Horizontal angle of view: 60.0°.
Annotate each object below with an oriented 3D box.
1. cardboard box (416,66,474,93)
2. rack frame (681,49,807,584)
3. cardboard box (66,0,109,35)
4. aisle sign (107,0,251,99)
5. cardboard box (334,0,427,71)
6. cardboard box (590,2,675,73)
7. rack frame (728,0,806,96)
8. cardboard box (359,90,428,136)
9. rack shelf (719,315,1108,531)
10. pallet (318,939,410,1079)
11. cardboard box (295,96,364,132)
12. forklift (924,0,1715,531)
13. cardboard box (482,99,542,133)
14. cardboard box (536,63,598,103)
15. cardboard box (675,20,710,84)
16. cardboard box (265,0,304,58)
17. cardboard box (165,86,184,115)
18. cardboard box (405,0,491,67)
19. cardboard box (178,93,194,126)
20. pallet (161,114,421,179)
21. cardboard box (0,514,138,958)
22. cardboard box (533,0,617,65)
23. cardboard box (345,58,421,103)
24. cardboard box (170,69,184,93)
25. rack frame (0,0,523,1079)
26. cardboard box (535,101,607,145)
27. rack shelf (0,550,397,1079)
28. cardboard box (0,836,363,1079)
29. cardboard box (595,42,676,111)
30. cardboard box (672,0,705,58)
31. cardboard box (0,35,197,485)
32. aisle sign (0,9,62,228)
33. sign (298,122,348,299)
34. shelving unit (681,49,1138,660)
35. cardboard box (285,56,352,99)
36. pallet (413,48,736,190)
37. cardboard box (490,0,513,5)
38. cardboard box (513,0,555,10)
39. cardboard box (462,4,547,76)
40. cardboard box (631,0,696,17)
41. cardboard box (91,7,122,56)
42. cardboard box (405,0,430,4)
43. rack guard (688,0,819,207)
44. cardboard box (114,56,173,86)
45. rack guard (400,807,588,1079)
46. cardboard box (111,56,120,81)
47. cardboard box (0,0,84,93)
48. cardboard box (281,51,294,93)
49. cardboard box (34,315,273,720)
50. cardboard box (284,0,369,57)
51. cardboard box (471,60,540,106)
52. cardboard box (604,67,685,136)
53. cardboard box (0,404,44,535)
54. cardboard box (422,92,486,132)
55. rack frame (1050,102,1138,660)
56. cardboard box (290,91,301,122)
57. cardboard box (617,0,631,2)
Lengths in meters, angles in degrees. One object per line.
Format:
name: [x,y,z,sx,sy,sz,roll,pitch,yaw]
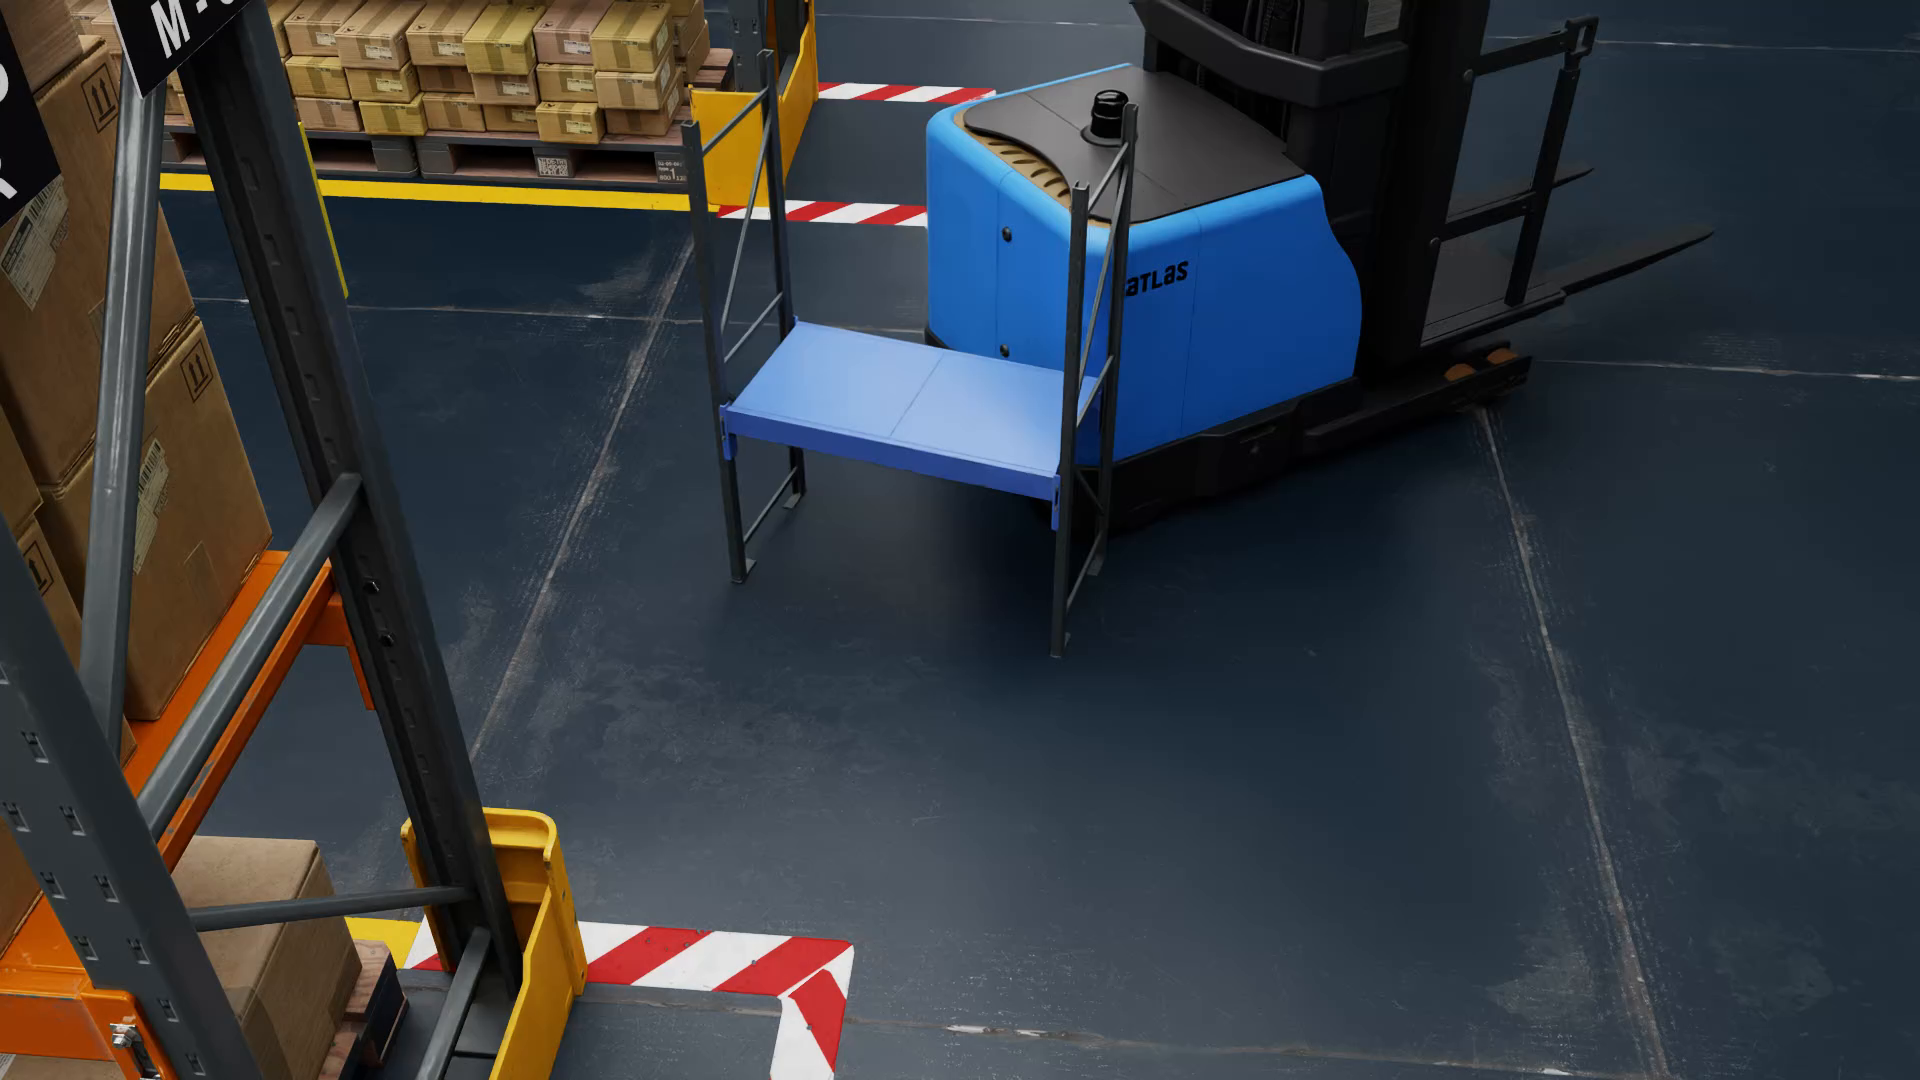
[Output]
cardboard box: [-2.131,-2.055,7.089,0.250,0.149,0.380,3,39,3]
rack frame: [-0.600,-0.598,4.797,0.032,1.500,0.500,12,41,15]
cardboard box: [-3.676,-2.249,7.091,0.250,0.149,0.380,2,39,3]
aisle sign: [-1.034,-0.995,2.037,0.004,0.787,0.394,3,39,4]
cardboard box: [-2.392,-2.102,6.911,0.250,0.149,0.380,5,39,6]
cardboard box: [-1.353,-2.084,6.889,0.250,0.149,0.380,4,39,4]
rack frame: [-0.804,-2.927,6.470,0.127,3.000,1.000,3,39,4]
cardboard box: [-2.374,-1.880,7.109,0.250,0.149,0.380,1,39,2]
rack shelf: [-0.121,-0.353,4.780,1.000,0.185,0.538,12,41,15]
pallet: [-1.934,1.279,3.512,1.213,0.211,1.003,3,39,4]
cardboard box: [-2.644,-1.908,7.143,0.250,0.149,0.380,4,39,5]
forklift: [1.412,-1.850,5.201,3.031,2.935,1.130,-20,43,-23]
cardboard box: [-1.867,-1.900,7.134,0.250,0.149,0.380,3,39,4]
cardboard box: [-1.610,-1.997,7.017,0.250,0.149,0.380,2,39,3]
cardboard box: [-1.298,-2.214,7.520,0.250,0.149,0.380,4,39,5]
cardboard box: [-2.909,-2.182,7.010,0.250,0.149,0.380,3,39,4]
cardboard box: [-3.408,-2.010,7.269,0.250,0.149,0.380,2,39,2]
cardboard box: [-2.120,-2.122,6.936,0.250,0.149,0.380,2,39,2]
cardboard box: [-3.158,-1.935,7.177,0.250,0.149,0.380,2,39,3]
pallet: [-2.898,-1.984,7.520,1.213,0.211,1.003,3,39,4]
cardboard box: [-1.634,0.293,2.434,0.500,0.500,0.500,3,39,4]
cardboard box: [-1.598,-2.134,6.950,0.250,0.149,0.380,4,39,5]
cardboard box: [-2.389,-1.996,7.016,0.250,0.149,0.380,4,39,5]
cardboard box: [-3.163,-2.049,7.081,0.250,0.149,0.380,3,39,3]
rack frame: [-1.130,0.192,2.638,0.127,3.000,1.000,3,39,4]
cardboard box: [-1.611,-1.832,7.050,0.250,0.149,0.380,4,39,5]
rack shelf: [-3.123,0.362,2.999,4.000,0.370,1.077,3,39,4]
cardboard box: [-1.796,1.050,3.281,0.875,0.438,0.875,2,39,2]
cardboard box: [-1.354,-1.949,6.958,0.250,0.149,0.380,2,39,3]
cardboard box: [-1.304,-2.289,7.377,0.250,0.149,0.380,5,39,6]
cardboard box: [-1.584,-0.440,2.543,0.500,0.500,0.500,2,39,3]
aisle sign: [-1.085,-0.618,1.573,0.004,0.787,0.394,3,39,4]
sign: [-1.076,-0.523,2.768,0.005,0.325,0.100,3,39,4]
shelving unit: [-0.121,-0.492,4.666,1.048,1.500,0.538,12,41,15]
cardboard box: [-2.643,-2.022,7.048,0.250,0.149,0.380,5,39,6]
pallet: [-1.686,-1.916,7.437,1.213,0.211,1.003,3,39,4]
cardboard box: [-2.076,-2.452,7.341,0.250,0.149,0.380,1,39,2]
cardboard box: [-1.821,-2.491,7.388,0.250,0.149,0.380,3,39,4]
cardboard box: [-1.867,-2.068,6.869,0.250,0.149,0.380,2,39,3]
cardboard box: [-1.297,-2.457,7.347,0.250,0.149,0.380,1,39,2]
cardboard box: [-3.430,-2.183,7.011,0.250,0.149,0.380,4,39,5]
cardboard box: [-2.351,-2.473,7.367,0.250,0.149,0.380,5,39,6]
rack guard: [-0.880,-1.962,7.264,0.348,0.500,1.175,3,39,4]
cardboard box: [-3.409,-2.102,7.146,0.250,0.149,0.380,5,39,6]
rack guard: [-1.106,1.163,3.426,0.348,0.500,1.175,3,39,4]
cardboard box: [-3.681,-2.132,7.183,0.250,0.149,0.380,1,39,2]
cardboard box: [-1.460,-0.680,2.324,0.250,0.149,0.380,4,39,5]
cardboard box: [-2.920,-2.019,7.045,0.250,0.149,0.380,4,39,4]
cardboard box: [-1.584,-0.054,2.861,0.500,0.500,0.500,3,39,3]
cardboard box: [-2.645,-2.186,7.014,0.250,0.149,0.380,2,39,2]
cardboard box: [-1.872,-1.976,6.991,0.250,0.149,0.380,2,39,2]
cardboard box: [-1.346,-1.882,7.111,0.250,0.149,0.380,4,39,5]
cardboard box: [-1.631,-0.111,2.139,0.500,0.500,0.500,4,39,5]
cardboard box: [-2.114,-1.906,7.141,0.250,0.149,0.380,4,39,4]
rack frame: [0.359,-0.386,4.536,0.032,1.500,0.500,12,41,15]
cardboard box: [-2.890,-1.969,7.218,0.250,0.149,0.380,4,39,5]
cardboard box: [-1.582,-2.396,7.272,0.250,0.149,0.380,4,39,5]
